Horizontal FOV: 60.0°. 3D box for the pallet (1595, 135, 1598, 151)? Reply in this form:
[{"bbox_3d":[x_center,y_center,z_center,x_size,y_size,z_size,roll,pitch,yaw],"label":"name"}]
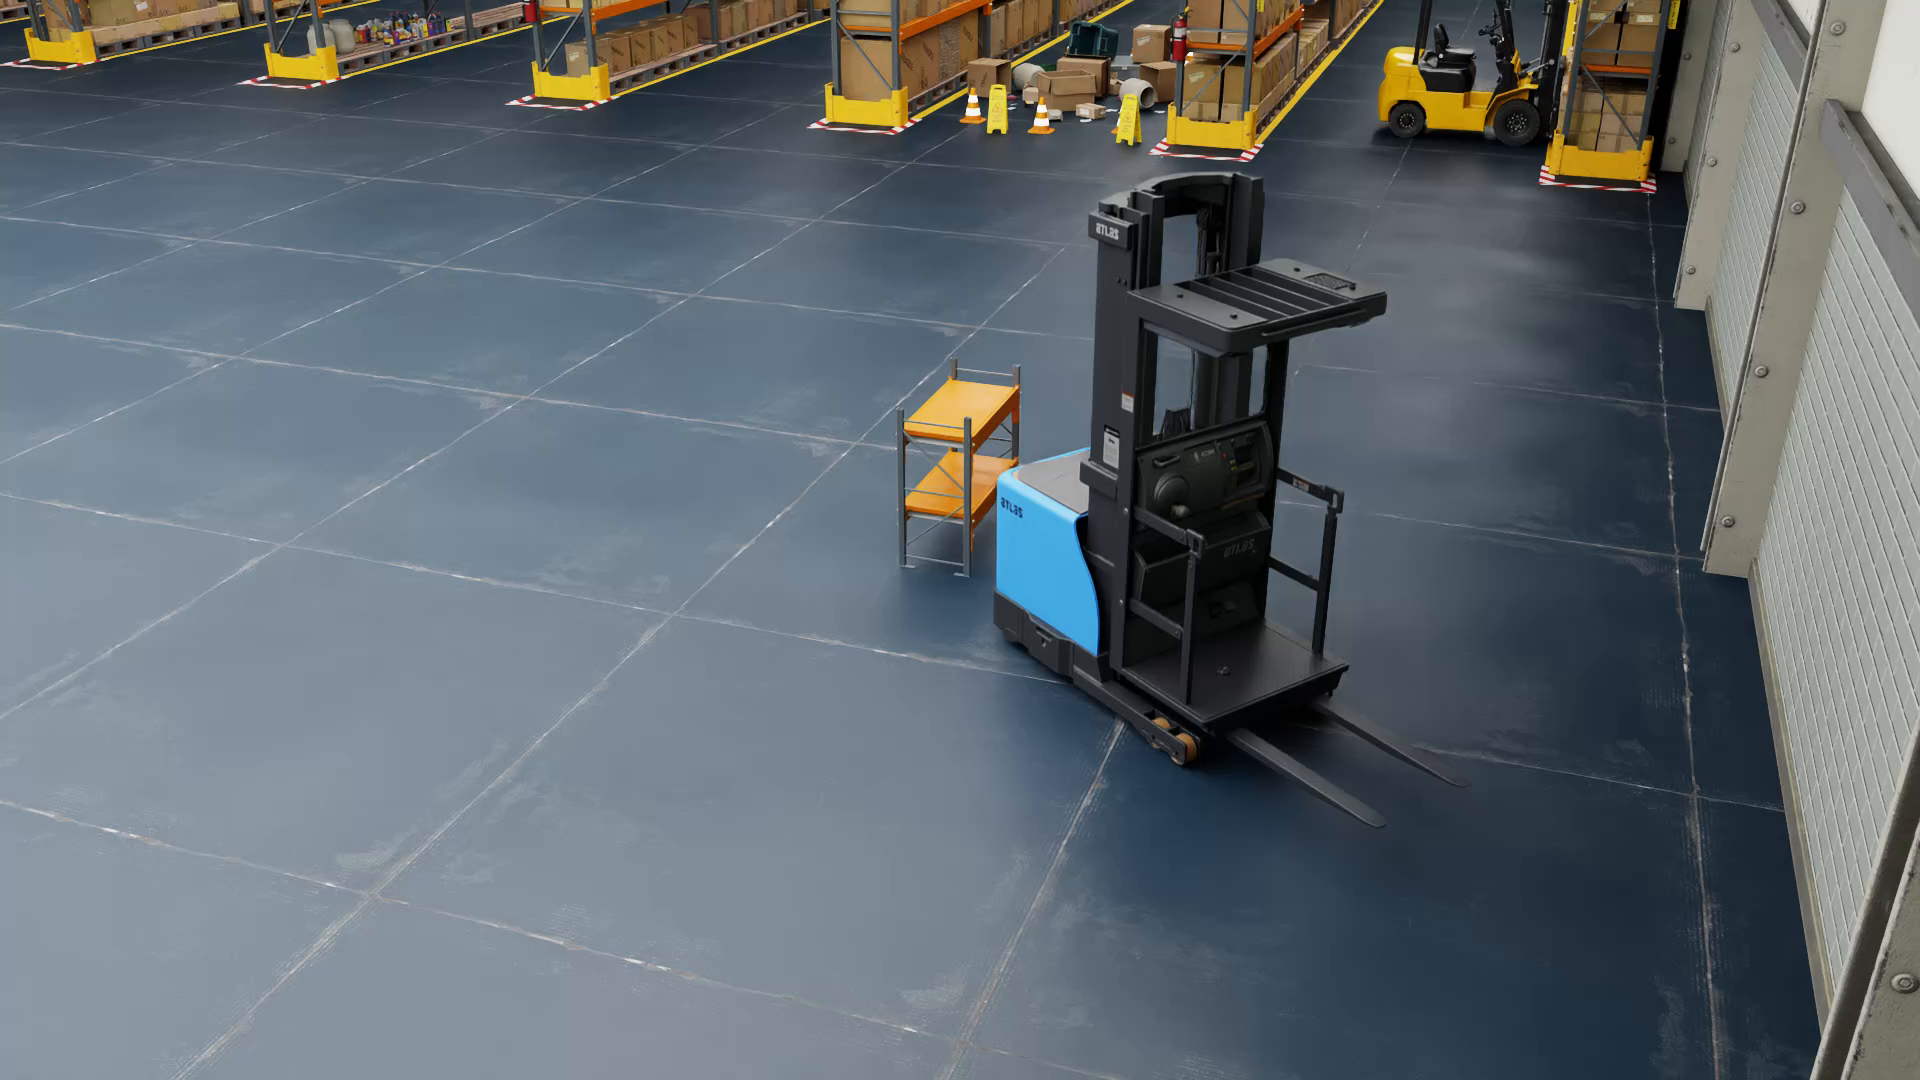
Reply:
[{"bbox_3d":[8.271,-5.039,21.639,1.003,0.211,1.213,9,27,17],"label":"pallet"}]

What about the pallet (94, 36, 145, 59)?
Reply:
[{"bbox_3d":[-15.096,-8.633,29.061,1.003,0.211,1.213,9,27,17],"label":"pallet"}]

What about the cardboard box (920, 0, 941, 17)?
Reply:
[{"bbox_3d":[-0.779,-8.036,24.457,0.875,0.550,0.550,9,27,17],"label":"cardboard box"}]

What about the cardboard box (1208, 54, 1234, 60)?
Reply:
[{"bbox_3d":[3.565,-6.563,23.400,0.500,0.500,0.500,10,28,19],"label":"cardboard box"}]

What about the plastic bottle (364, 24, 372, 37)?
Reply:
[{"bbox_3d":[-10.288,-8.795,28.816,0.152,0.276,0.135,8,27,16],"label":"plastic bottle"}]

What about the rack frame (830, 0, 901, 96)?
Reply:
[{"bbox_3d":[-1.327,-7.369,23.250,1.000,3.000,0.127,9,27,17],"label":"rack frame"}]

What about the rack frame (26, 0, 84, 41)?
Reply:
[{"bbox_3d":[-15.311,-9.567,27.792,1.000,3.000,0.127,9,27,17],"label":"rack frame"}]

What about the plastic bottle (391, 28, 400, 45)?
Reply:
[{"bbox_3d":[-9.652,-8.613,28.433,0.061,0.283,0.133,9,27,18],"label":"plastic bottle"}]

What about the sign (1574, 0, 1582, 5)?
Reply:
[{"bbox_3d":[7.549,-6.686,20.240,0.100,0.325,0.005,9,27,17],"label":"sign"}]

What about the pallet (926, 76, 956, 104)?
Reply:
[{"bbox_3d":[-0.727,-6.953,25.592,1.003,0.211,1.213,9,27,17],"label":"pallet"}]

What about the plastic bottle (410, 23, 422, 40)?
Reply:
[{"bbox_3d":[-9.482,-8.879,28.991,0.152,0.276,0.135,9,27,18],"label":"plastic bottle"}]

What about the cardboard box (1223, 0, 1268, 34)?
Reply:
[{"bbox_3d":[3.793,-7.026,22.086,0.500,0.500,0.500,8,27,17],"label":"cardboard box"}]

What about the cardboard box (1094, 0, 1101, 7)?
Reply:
[{"bbox_3d":[2.486,-10.812,32.750,0.500,0.500,0.500,8,27,16],"label":"cardboard box"}]

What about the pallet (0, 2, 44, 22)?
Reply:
[{"bbox_3d":[-18.843,-10.392,32.694,1.003,0.211,1.213,9,27,17],"label":"pallet"}]

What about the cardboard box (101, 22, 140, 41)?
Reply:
[{"bbox_3d":[-14.760,-8.913,29.114,0.500,0.250,0.500,9,27,17],"label":"cardboard box"}]

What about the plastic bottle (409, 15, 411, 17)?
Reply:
[{"bbox_3d":[-9.912,-9.259,29.776,0.152,0.276,0.135,10,27,19],"label":"plastic bottle"}]

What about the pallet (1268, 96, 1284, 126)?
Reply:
[{"bbox_3d":[4.111,-6.297,24.237,1.003,0.211,1.213,9,27,17],"label":"pallet"}]

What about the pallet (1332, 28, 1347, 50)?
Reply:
[{"bbox_3d":[6.370,-9.038,29.898,1.003,0.211,1.213,9,27,17],"label":"pallet"}]

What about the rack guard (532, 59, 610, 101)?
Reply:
[{"bbox_3d":[-5.946,-7.036,25.431,1.175,0.500,0.348,9,27,17],"label":"rack guard"}]

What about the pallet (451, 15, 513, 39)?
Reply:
[{"bbox_3d":[-9.086,-9.565,30.986,1.003,0.211,1.213,9,27,17],"label":"pallet"}]

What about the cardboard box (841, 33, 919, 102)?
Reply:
[{"bbox_3d":[-1.164,-6.890,24.217,0.875,0.875,0.875,9,27,18],"label":"cardboard box"}]

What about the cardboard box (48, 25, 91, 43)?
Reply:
[{"bbox_3d":[-15.412,-8.782,28.843,0.500,0.250,0.500,9,27,17],"label":"cardboard box"}]

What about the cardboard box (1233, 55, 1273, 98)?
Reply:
[{"bbox_3d":[4.081,-6.498,23.265,0.500,0.500,0.500,8,27,16],"label":"cardboard box"}]

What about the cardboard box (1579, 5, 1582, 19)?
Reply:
[{"bbox_3d":[7.964,-6.603,20.811,0.380,0.149,0.250,9,27,18],"label":"cardboard box"}]

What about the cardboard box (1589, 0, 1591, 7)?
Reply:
[{"bbox_3d":[8.029,-6.728,20.728,0.380,0.149,0.250,9,27,18],"label":"cardboard box"}]

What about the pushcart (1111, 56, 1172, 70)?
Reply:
[{"bbox_3d":[2.539,-7.466,26.460,1.648,0.377,0.936,0,26,-1],"label":"pushcart"}]

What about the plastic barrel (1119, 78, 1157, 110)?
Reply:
[{"bbox_3d":[2.634,-6.601,24.621,0.421,0.421,0.512,-14,29,-27],"label":"plastic barrel"}]

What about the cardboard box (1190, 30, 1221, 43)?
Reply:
[{"bbox_3d":[3.297,-6.764,22.290,0.380,0.149,0.250,10,27,19],"label":"cardboard box"}]

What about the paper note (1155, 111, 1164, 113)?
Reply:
[{"bbox_3d":[2.940,-6.306,24.462,0.142,0.019,0.148,0,26,-1],"label":"paper note"}]

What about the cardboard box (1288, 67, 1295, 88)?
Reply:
[{"bbox_3d":[4.762,-7.006,25.174,0.500,0.250,0.500,10,28,20],"label":"cardboard box"}]

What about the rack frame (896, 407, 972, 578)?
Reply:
[{"bbox_3d":[-0.167,-0.300,10.803,0.500,1.125,0.032,9,27,17],"label":"rack frame"}]

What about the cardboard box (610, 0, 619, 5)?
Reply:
[{"bbox_3d":[-5.453,-8.299,25.461,0.380,0.149,0.250,9,27,17],"label":"cardboard box"}]

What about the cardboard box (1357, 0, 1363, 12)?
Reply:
[{"bbox_3d":[7.237,-10.590,31.860,0.875,0.875,0.875,10,27,19],"label":"cardboard box"}]

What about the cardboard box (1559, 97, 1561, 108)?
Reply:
[{"bbox_3d":[8.252,-5.816,22.142,0.500,0.250,0.500,8,27,16],"label":"cardboard box"}]

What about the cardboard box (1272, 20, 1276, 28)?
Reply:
[{"bbox_3d":[4.247,-7.322,23.442,0.380,0.149,0.250,8,27,16],"label":"cardboard box"}]

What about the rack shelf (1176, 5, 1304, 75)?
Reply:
[{"bbox_3d":[4.040,-7.190,23.708,1.077,0.370,4.000,9,27,17],"label":"rack shelf"}]

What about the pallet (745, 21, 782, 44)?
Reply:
[{"bbox_3d":[-3.978,-9.341,30.524,1.003,0.211,1.213,9,27,17],"label":"pallet"}]

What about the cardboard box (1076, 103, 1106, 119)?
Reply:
[{"bbox_3d":[1.905,-6.240,24.192,0.250,0.149,0.380,-20,33,-36],"label":"cardboard box"}]

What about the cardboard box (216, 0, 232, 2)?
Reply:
[{"bbox_3d":[-14.116,-10.375,32.133,0.500,0.250,0.500,8,27,17],"label":"cardboard box"}]

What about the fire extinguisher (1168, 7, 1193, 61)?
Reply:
[{"bbox_3d":[2.902,-6.677,21.911,0.296,0.674,0.183,9,27,17],"label":"fire extinguisher"}]

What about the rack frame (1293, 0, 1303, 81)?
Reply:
[{"bbox_3d":[4.705,-8.336,25.248,1.000,3.000,0.127,9,27,17],"label":"rack frame"}]

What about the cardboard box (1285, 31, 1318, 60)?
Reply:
[{"bbox_3d":[5.343,-8.140,27.377,0.950,0.372,0.625,10,27,19],"label":"cardboard box"}]

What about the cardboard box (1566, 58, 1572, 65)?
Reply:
[{"bbox_3d":[8.596,-6.451,22.881,0.500,0.250,0.500,10,27,19],"label":"cardboard box"}]

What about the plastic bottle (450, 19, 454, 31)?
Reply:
[{"bbox_3d":[-9.137,-9.236,29.813,0.097,0.201,0.097,0,26,0],"label":"plastic bottle"}]

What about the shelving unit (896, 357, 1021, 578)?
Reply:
[{"bbox_3d":[0.002,-0.509,11.234,0.538,1.125,1.048,9,27,17],"label":"shelving unit"}]

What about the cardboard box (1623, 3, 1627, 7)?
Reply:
[{"bbox_3d":[8.975,-6.813,21.988,0.500,0.500,0.500,9,27,18],"label":"cardboard box"}]

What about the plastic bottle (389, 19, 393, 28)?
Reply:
[{"bbox_3d":[-10.047,-9.046,29.342,0.097,0.271,0.097,0,26,0],"label":"plastic bottle"}]

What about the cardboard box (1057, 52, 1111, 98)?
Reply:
[{"bbox_3d":[1.875,-7.104,25.413,0.797,0.637,0.503,9,27,17],"label":"cardboard box"}]

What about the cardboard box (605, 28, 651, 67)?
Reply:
[{"bbox_3d":[-5.355,-7.953,26.843,0.500,0.500,0.500,11,28,22],"label":"cardboard box"}]

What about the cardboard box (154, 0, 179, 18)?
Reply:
[{"bbox_3d":[-14.422,-9.661,29.797,0.500,0.500,0.500,9,27,17],"label":"cardboard box"}]

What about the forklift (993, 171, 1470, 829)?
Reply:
[{"bbox_3d":[1.453,-0.346,8.825,1.130,2.935,3.031,-17,30,-31],"label":"forklift"}]

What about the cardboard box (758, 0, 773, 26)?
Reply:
[{"bbox_3d":[-3.868,-9.748,30.528,0.700,0.500,0.500,11,28,22],"label":"cardboard box"}]
